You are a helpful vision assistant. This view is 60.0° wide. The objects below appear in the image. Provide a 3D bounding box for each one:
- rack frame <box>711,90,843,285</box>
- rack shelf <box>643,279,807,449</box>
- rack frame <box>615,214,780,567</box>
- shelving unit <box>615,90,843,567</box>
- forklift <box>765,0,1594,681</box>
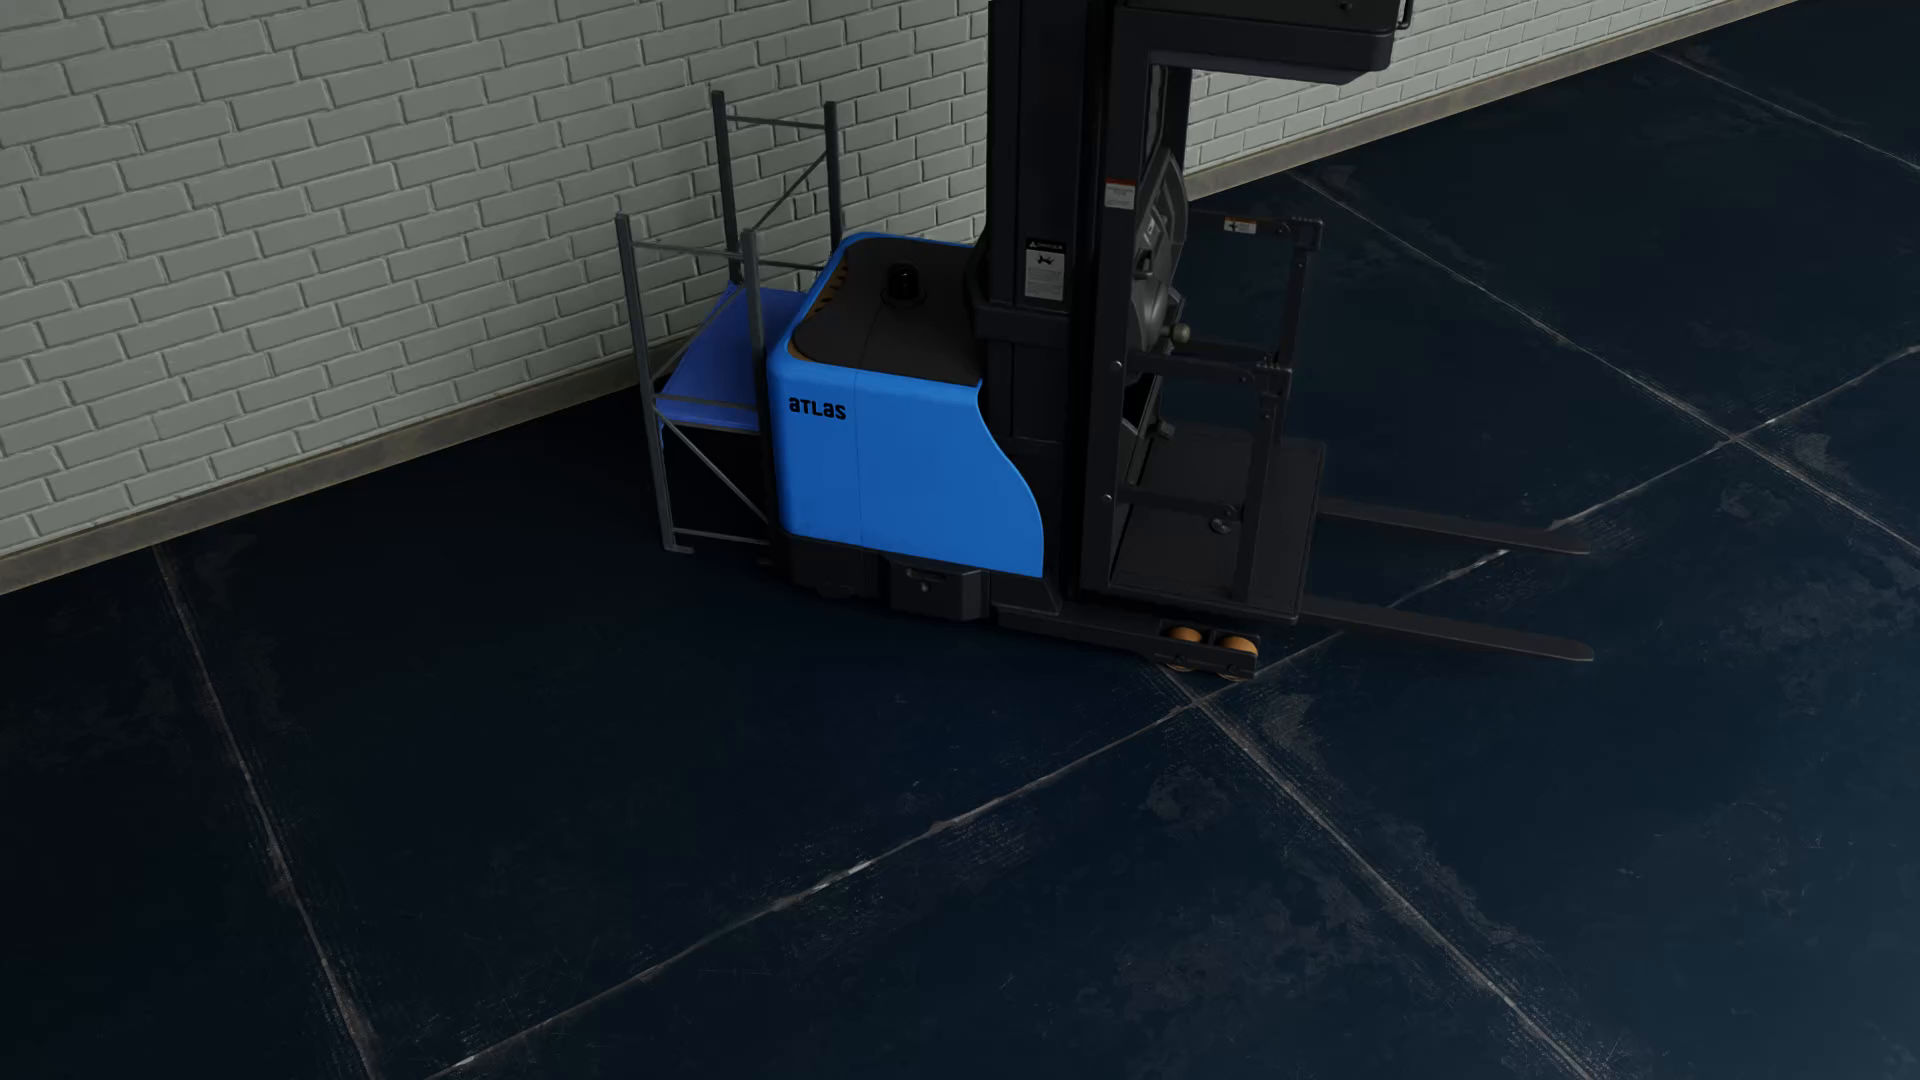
[{"bbox_3d":[-0.727,-1.146,6.954,0.500,1.500,0.032,8,40,10],"label":"rack frame"},{"bbox_3d":[-0.836,-0.690,6.688,0.538,0.185,1.000,8,40,10],"label":"rack shelf"},{"bbox_3d":[-0.946,-0.511,6.192,0.500,1.500,0.032,8,40,10],"label":"rack frame"},{"bbox_3d":[-0.836,-0.829,6.573,0.538,1.500,1.048,8,40,10],"label":"shelving unit"},{"bbox_3d":[0.870,-0.986,5.644,3.031,2.935,1.130,10,41,12],"label":"forklift"}]
